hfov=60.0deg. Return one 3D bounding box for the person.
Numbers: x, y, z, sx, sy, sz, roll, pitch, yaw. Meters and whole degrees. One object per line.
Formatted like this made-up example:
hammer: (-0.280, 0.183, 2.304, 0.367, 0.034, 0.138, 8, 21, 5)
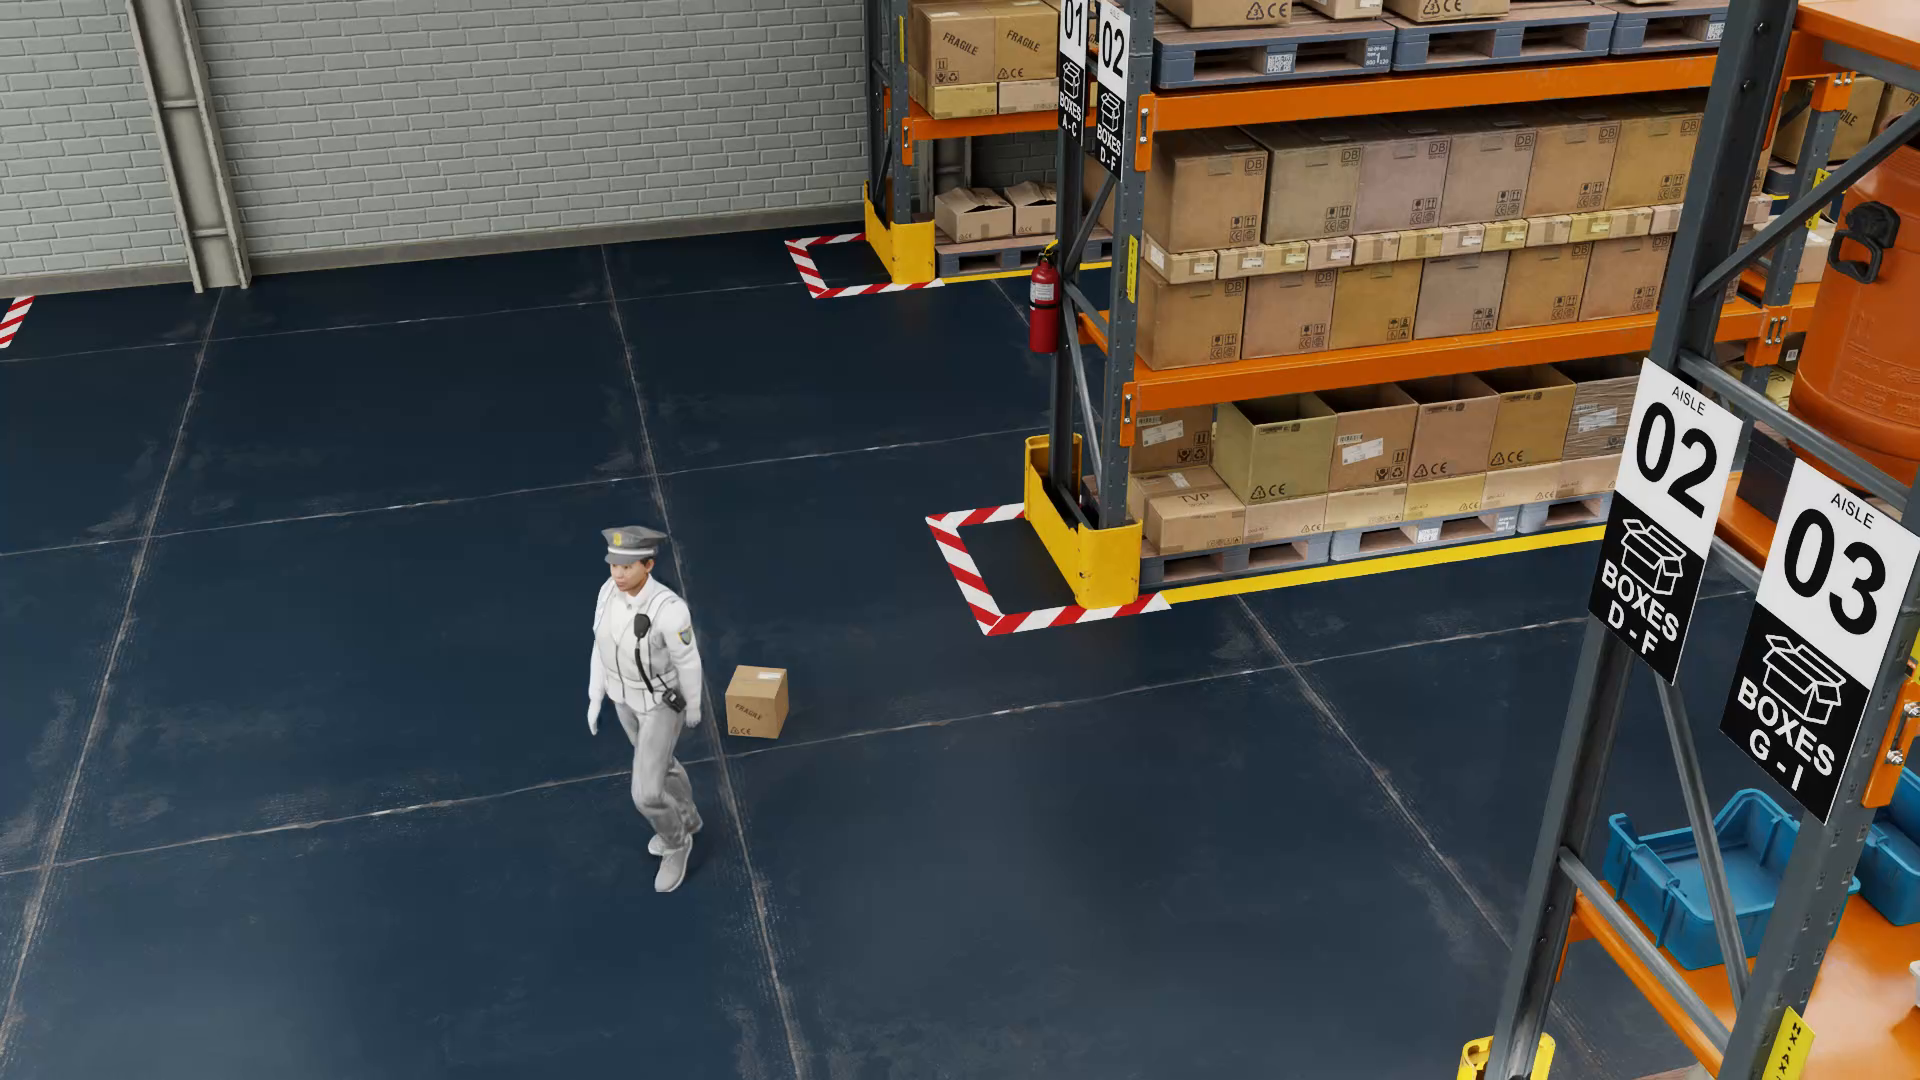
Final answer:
person: (-1.327, 0.700, 7.016, 0.477, 1.736, 0.481, 19, 36, 30)
